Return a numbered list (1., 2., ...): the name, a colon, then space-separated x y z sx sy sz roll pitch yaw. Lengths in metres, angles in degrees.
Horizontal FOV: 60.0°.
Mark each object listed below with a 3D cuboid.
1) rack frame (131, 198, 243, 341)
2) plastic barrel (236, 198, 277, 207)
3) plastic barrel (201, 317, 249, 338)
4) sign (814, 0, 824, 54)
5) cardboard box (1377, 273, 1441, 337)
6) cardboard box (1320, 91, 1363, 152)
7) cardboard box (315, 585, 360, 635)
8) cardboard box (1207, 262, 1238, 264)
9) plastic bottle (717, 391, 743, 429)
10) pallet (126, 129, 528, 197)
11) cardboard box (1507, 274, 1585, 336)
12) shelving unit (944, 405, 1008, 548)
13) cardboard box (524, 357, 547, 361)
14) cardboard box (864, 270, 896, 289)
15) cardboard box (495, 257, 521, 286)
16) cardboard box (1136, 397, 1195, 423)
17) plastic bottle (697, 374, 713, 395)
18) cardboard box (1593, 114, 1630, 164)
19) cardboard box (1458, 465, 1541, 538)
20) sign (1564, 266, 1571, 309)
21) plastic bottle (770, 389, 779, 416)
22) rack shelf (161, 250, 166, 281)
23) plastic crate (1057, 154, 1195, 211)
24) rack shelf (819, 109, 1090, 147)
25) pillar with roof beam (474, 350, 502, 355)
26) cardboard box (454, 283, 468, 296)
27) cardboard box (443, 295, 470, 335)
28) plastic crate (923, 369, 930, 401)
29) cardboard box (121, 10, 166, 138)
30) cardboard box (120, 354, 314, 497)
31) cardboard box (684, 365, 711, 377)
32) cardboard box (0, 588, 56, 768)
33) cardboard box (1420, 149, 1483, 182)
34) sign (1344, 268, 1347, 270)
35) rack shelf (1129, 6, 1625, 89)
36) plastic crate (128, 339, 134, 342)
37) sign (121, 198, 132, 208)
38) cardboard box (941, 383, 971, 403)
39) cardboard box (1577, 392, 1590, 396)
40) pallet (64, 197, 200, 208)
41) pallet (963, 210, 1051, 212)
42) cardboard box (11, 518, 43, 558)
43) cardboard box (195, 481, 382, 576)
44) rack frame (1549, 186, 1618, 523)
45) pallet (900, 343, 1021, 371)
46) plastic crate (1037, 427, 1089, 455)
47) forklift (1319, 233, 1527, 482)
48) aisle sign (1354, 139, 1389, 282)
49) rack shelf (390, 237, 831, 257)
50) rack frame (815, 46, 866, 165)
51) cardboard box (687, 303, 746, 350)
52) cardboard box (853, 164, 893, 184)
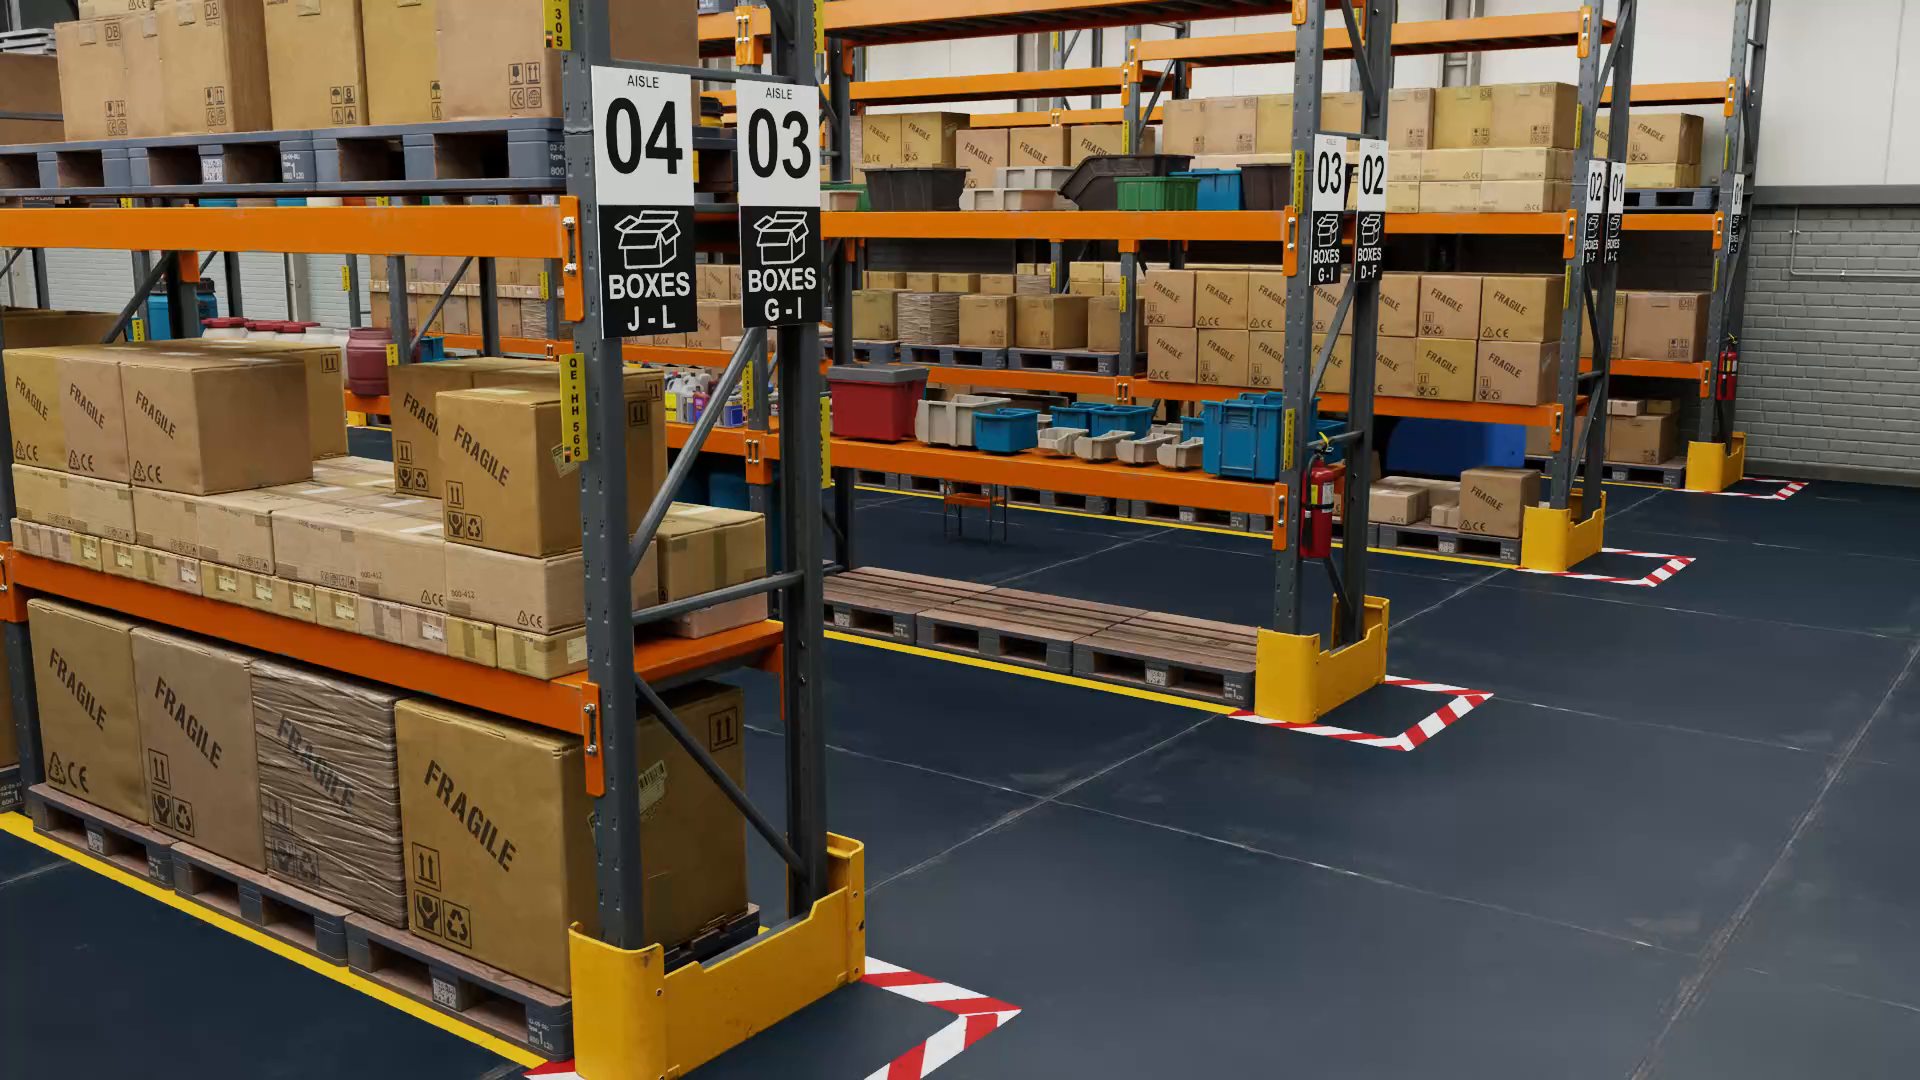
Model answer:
1. rack frame: -7.571 -1.902 16.466 0.127 3.000 1.000 8 13 36
2. plastic barrel: -6.505 -3.524 15.630 0.600 0.901 0.600 0 11 0
3. plastic barrel: -6.929 -1.828 15.724 0.433 0.535 0.433 0 11 0
4. sign: -0.497 -1.820 5.634 0.005 0.325 0.100 8 13 36
5. cardboard box: 3.686 -1.973 13.937 0.500 0.500 0.500 8 14 37
6. cardboard box: 3.446 -3.559 14.234 0.500 0.500 0.700 8 13 36
7. cardboard box: -2.136 0.224 6.136 0.250 0.149 0.380 8 13 34
8. cardboard box: 3.274 -3.357 20.912 0.500 0.250 0.500 8 13 34
9. plastic bottle: -1.632 -0.937 11.802 0.135 0.276 0.152 8 13 36
10. pallet: -2.422 -1.443 6.428 1.213 0.211 1.003 8 13 36
11. cardboard box: 4.835 -1.941 13.772 0.500 0.500 0.500 8 14 37
12. shelving unit: 0.133 -0.570 14.320 0.503 1.200 0.258 8 13 36
13. cardboard box: -5.630 -2.097 21.632 0.500 0.500 0.500 8 13 36
14. cardboard box: -1.317 -3.622 23.932 0.500 0.500 0.700 8 14 36
15. cardboard box: -5.405 -3.452 20.797 0.500 0.500 0.700 8 13 35
16. cardboard box: 2.735 -1.918 21.101 0.750 0.750 0.750 8 13 35
17. plastic bottle: -2.017 -1.157 12.938 0.135 0.276 0.152 8 13 36
18. cardboard box: 6.817 -4.191 17.450 0.500 0.500 0.500 8 14 37
19. cardboard box: 4.452 -0.323 13.727 0.500 0.500 0.500 8 13 36
20. sign: 4.692 -1.952 12.843 0.005 0.325 0.100 8 13 36
21. plastic bottle: -1.377 -1.037 12.517 0.097 0.201 0.097 0 11 0
22. rack shelf: -5.666 -1.589 8.843 4.000 0.370 1.077 8 13 36
23. plastic crate: 1.033 -2.209 10.319 0.767 0.338 0.504 8 13 36
24. rack shelf: -0.095 -5.590 22.680 4.000 0.370 1.077 8 13 36
25. pillar with roof beam: -11.239 -6.883 26.419 0.548 9.000 9.100 8 13 36
26. cardboard box: -6.220 -3.198 21.192 0.250 0.149 0.380 8 14 37
27. cardboard box: -6.242 -2.931 21.520 0.500 0.500 0.700 8 14 37
28. plastic crate: -0.545 -1.024 11.812 0.575 0.384 0.392 8 13 36
29. cardboard box: -2.957 -1.882 6.831 0.500 0.500 0.700 9 14 38
30. cardboard box: -3.005 -0.478 6.741 0.500 0.500 0.500 7 13 34
31. cardboard box: -3.967 -2.609 26.040 0.500 0.311 0.500 9 14 40
32. cardboard box: -4.582 0.523 8.416 0.875 0.875 1.225 8 14 36
33. cardboard box: 4.068 -3.031 13.479 0.500 0.250 0.500 8 13 36
34. sign: 4.428 -2.965 19.119 0.005 0.325 0.100 8 13 36
35. rack shelf: 3.424 -4.127 14.071 4.000 0.370 1.077 8 13 36
36. plastic crate: -8.623 -1.912 16.909 0.616 0.251 0.499 8 13 36
37. sign: -7.905 -3.297 15.752 0.005 0.325 0.100 8 13 36
38. cardboard box: 0.143 -2.158 23.212 0.500 0.500 0.700 8 13 35
39. cardboard box: 6.951 -1.532 18.321 0.250 0.149 0.380 8 14 36
40. pallet: -8.210 -3.349 16.541 1.003 0.211 1.213 8 13 36
41. pallet: 0.490 -3.342 16.503 1.003 0.211 1.213 8 13 36
42. cardboard box: -4.013 -0.037 7.487 0.250 0.149 0.380 8 14 36
43. cardboard box: -2.619 -0.054 6.521 0.500 0.250 0.500 8 14 36
44. rack frame: 5.036 -1.311 13.410 0.127 3.000 1.000 8 13 36
45. pallet: 0.158 -1.898 16.951 1.213 0.211 1.003 8 13 36
46. plastic crate: 0.623 -0.610 10.322 0.250 0.136 0.298 8 13 36
47. forklift: 4.202 -1.972 17.006 3.031 2.935 1.130 8 14 37
48. aisle sign: 2.335 -1.867 9.439 0.004 0.787 0.394 8 13 36
49. rack shelf: -2.735 -2.347 12.763 4.000 0.370 1.077 8 13 36
50. rack frame: -1.707 -6.365 23.736 0.127 3.000 1.000 8 13 36
51. cardboard box: -2.774 -2.446 19.012 0.500 0.500 0.500 7 13 33
52. cardboard box: -0.629 -3.631 17.242 0.500 0.500 0.910 8 13 36
